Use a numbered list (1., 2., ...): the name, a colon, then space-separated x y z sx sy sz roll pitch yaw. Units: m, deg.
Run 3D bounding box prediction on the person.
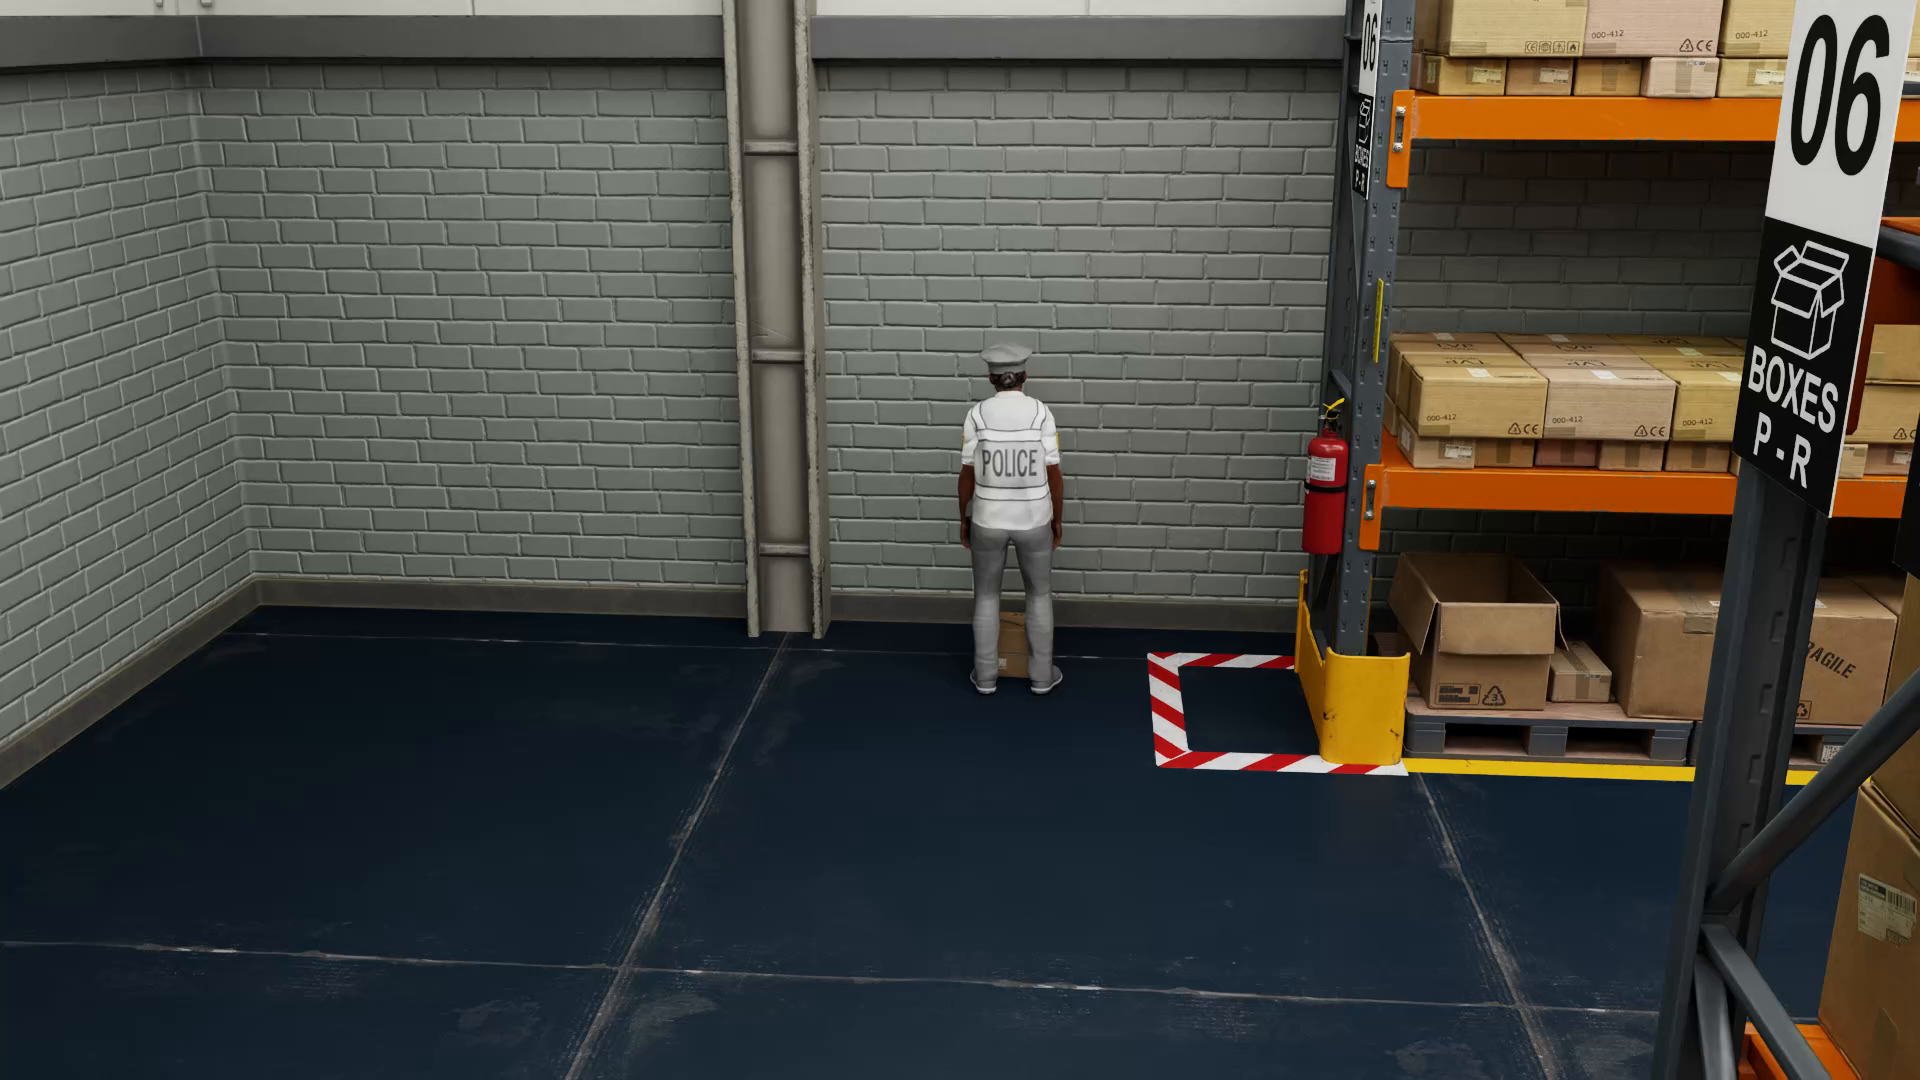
1. person: 0.244 -0.079 7.803 0.507 1.657 0.393 1 18 2
